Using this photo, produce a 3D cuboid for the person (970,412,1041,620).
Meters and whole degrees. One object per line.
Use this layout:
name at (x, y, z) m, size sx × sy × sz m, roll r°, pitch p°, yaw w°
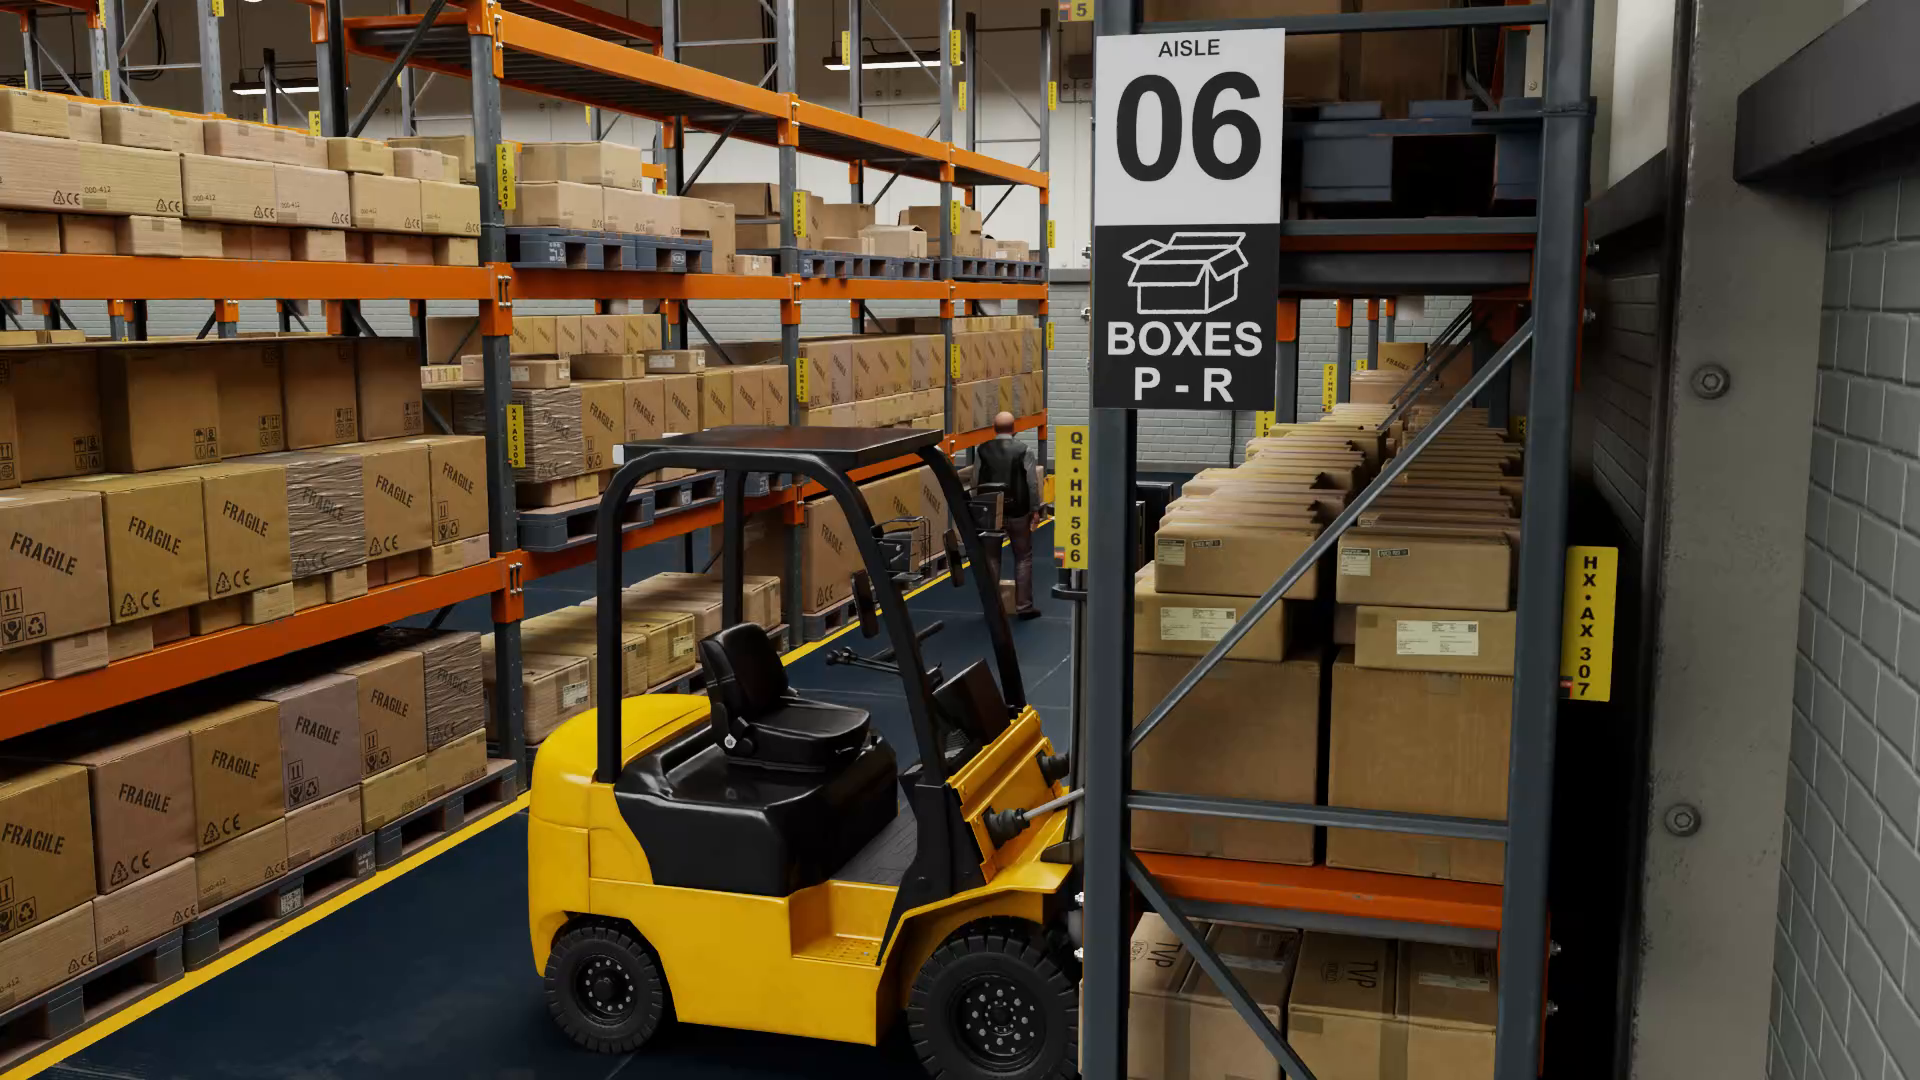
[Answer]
person at (0.372, -0.200, 13.800) m, size 0.581 × 1.719 × 0.421 m, roll 2°, pitch 8°, yaw 13°
